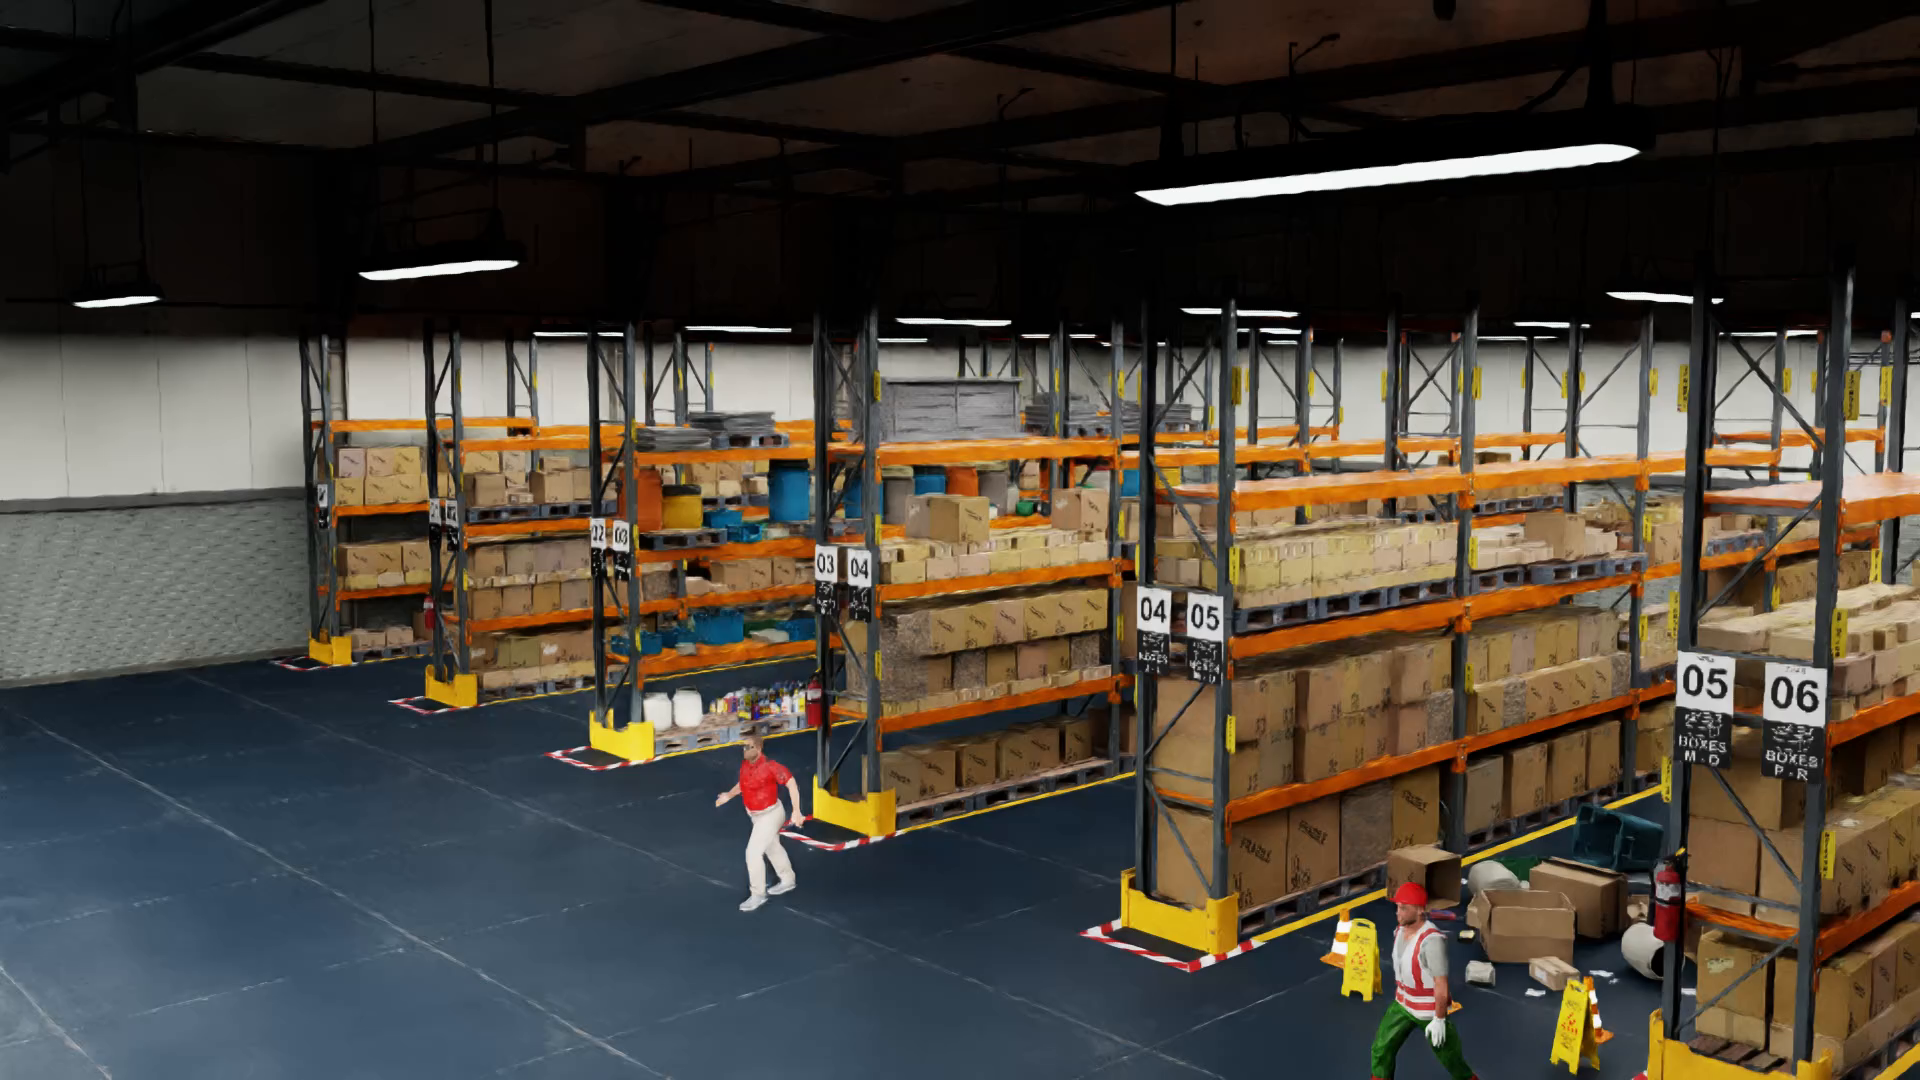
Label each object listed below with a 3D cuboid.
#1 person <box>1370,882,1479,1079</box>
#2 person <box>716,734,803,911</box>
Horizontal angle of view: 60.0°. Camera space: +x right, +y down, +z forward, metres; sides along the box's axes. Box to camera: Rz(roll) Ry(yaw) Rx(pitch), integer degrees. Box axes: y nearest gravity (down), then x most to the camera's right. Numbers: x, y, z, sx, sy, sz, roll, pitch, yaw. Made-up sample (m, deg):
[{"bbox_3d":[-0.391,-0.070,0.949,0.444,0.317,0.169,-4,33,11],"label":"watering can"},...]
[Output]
[{"bbox_3d":[3.136,3.173,11.310,0.986,1.739,0.595,-2,6,-22],"label":"person"},{"bbox_3d":[-1.926,2.704,16.244,0.867,1.664,0.686,-4,7,-37],"label":"person"}]
